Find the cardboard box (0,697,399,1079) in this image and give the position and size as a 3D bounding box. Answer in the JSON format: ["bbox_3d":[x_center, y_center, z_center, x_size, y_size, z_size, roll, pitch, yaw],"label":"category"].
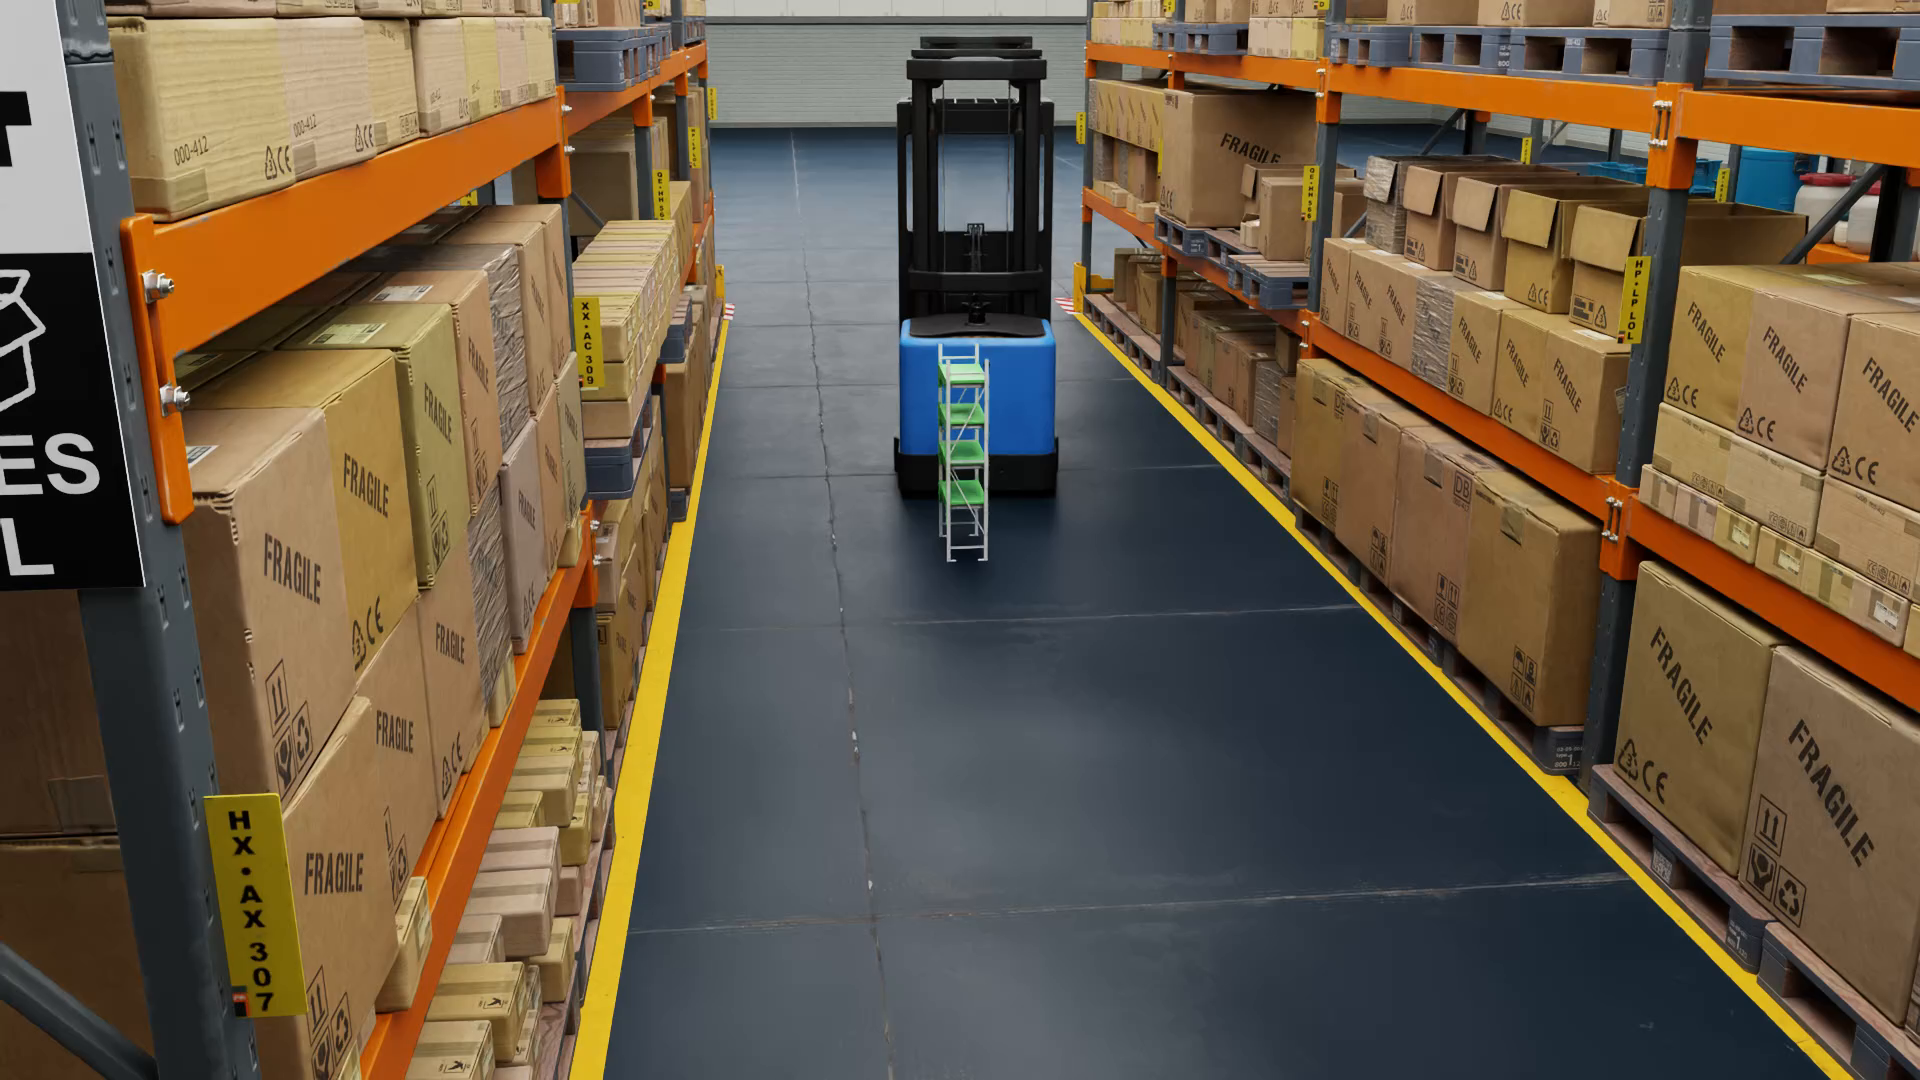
[{"bbox_3d":[-1.238,0.581,2.654,0.500,0.500,0.500,-1,17,-3],"label":"cardboard box"}]

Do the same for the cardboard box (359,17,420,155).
[{"bbox_3d":[-1.375,-0.898,3.272,0.500,0.250,0.500,-2,18,-7],"label":"cardboard box"}]

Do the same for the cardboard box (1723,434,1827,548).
[{"bbox_3d":[2.899,-0.176,5.482,0.500,0.250,0.500,-2,18,-6],"label":"cardboard box"}]

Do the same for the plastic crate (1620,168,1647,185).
[{"bbox_3d":[7.164,-3.725,17.284,0.499,0.251,0.408,-2,18,-6],"label":"plastic crate"}]

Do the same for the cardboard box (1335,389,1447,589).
[{"bbox_3d":[2.787,-0.308,8.996,1.225,0.875,0.875,-2,18,-5],"label":"cardboard box"}]

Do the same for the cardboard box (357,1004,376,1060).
[{"bbox_3d":[-1.241,0.852,2.875,0.380,0.149,0.250,-1,17,-4],"label":"cardboard box"}]

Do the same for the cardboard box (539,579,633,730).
[{"bbox_3d":[-1.692,0.485,7.095,0.500,0.500,0.500,-1,17,-3],"label":"cardboard box"}]

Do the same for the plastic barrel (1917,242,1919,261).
[{"bbox_3d":[7.217,-2.225,12.070,0.421,0.512,0.421,0,17,0],"label":"plastic barrel"}]

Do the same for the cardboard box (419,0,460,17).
[{"bbox_3d":[-1.402,-1.281,3.657,0.500,0.250,0.500,-2,18,-8],"label":"cardboard box"}]

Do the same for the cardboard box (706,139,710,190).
[{"bbox_3d":[-3.033,-3.816,17.074,0.875,0.550,0.550,-2,18,-6],"label":"cardboard box"}]

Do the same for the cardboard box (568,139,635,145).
[{"bbox_3d":[-2.382,-2.280,10.594,0.700,0.500,0.500,-2,18,-6],"label":"cardboard box"}]

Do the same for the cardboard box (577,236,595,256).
[{"bbox_3d":[-2.069,-1.660,10.290,0.500,0.500,0.500,-2,17,-5],"label":"cardboard box"}]

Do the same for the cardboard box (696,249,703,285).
[{"bbox_3d":[-2.699,-2.038,14.507,0.875,0.875,0.875,-2,17,-5],"label":"cardboard box"}]

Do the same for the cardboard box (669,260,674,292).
[{"bbox_3d":[-1.729,-1.402,8.856,0.380,0.149,0.250,-1,17,-4],"label":"cardboard box"}]

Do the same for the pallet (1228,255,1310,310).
[{"bbox_3d":[2.473,-1.711,10.939,1.213,0.211,1.003,-2,18,-6],"label":"pallet"}]

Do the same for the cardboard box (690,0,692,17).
[{"bbox_3d":[-2.457,-4.492,14.020,0.380,0.149,0.250,-2,18,-6],"label":"cardboard box"}]

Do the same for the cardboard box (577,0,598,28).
[{"bbox_3d":[-1.908,-2.424,7.008,0.797,0.503,0.637,-2,18,-6],"label":"cardboard box"}]

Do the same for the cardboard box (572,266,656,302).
[{"bbox_3d":[-1.597,-1.160,7.588,0.380,0.149,0.250,-1,17,-4],"label":"cardboard box"}]

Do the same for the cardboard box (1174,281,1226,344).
[{"bbox_3d":[2.172,-2.084,15.278,0.500,0.500,0.500,4,18,12],"label":"cardboard box"}]

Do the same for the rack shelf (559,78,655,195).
[{"bbox_3d":[-2.085,-1.962,7.613,1.077,0.370,4.000,-2,18,-6],"label":"rack shelf"}]

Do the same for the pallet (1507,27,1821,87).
[{"bbox_3d":[2.921,-2.013,6.893,0.805,0.209,1.217,-2,18,-8],"label":"pallet"}]

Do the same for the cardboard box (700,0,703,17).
[{"bbox_3d":[-2.668,-5.098,15.950,0.380,0.149,0.250,-2,18,-5],"label":"cardboard box"}]

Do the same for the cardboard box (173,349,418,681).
[{"bbox_3d":[-1.307,-0.046,2.981,0.500,0.500,0.500,-1,17,-4],"label":"cardboard box"}]

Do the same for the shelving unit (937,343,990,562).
[{"bbox_3d":[0.017,-0.523,9.840,0.258,1.200,0.503,-2,18,-6],"label":"shelving unit"}]

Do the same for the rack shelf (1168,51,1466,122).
[{"bbox_3d":[2.446,-3.277,11.801,1.077,0.370,4.000,-2,18,-6],"label":"rack shelf"}]

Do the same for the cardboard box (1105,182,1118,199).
[{"bbox_3d":[1.683,-3.541,16.867,0.380,0.149,0.250,-2,18,-6],"label":"cardboard box"}]

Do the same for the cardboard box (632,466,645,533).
[{"bbox_3d":[-1.798,-0.183,7.972,0.500,0.250,0.500,-1,17,-4],"label":"cardboard box"}]

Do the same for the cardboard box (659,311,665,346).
[{"bbox_3d":[-1.656,-1.036,8.186,0.380,0.149,0.250,-1,17,-4],"label":"cardboard box"}]

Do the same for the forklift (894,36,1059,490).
[{"bbox_3d":[0.104,-2.112,12.010,1.130,2.935,3.031,0,17,0],"label":"forklift"}]

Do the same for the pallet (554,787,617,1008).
[{"bbox_3d":[-1.775,1.251,5.840,1.003,0.211,1.213,-2,18,-6],"label":"pallet"}]

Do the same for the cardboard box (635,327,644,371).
[{"bbox_3d":[-1.518,-0.787,6.896,0.380,0.149,0.250,-1,17,-4],"label":"cardboard box"}]

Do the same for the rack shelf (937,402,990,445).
[{"bbox_3d":[0.017,-0.691,9.788,0.258,0.148,0.480,-2,18,-6],"label":"rack shelf"}]

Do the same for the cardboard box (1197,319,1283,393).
[{"bbox_3d":[2.312,-1.476,13.310,0.700,0.500,0.500,-2,18,-6],"label":"cardboard box"}]

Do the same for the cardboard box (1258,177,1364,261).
[{"bbox_3d":[2.400,-2.164,11.195,0.700,0.500,0.500,1,17,3],"label":"cardboard box"}]

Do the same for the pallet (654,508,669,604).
[{"bbox_3d":[-2.213,0.093,9.528,1.003,0.211,1.213,-2,18,-6],"label":"pallet"}]

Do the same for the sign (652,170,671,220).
[{"bbox_3d":[-1.753,-2.004,9.753,0.100,0.325,0.005,-2,18,-6],"label":"sign"}]

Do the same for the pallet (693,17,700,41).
[{"bbox_3d":[-2.901,-4.658,15.145,1.003,0.211,1.213,-2,18,-6],"label":"pallet"}]

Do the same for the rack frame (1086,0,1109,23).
[{"bbox_3d":[1.827,-6.839,16.938,1.000,3.000,0.127,-2,18,-6],"label":"rack frame"}]

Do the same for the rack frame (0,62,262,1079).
[{"bbox_3d":[-1.467,0.913,2.260,1.000,3.000,0.127,-2,18,-6],"label":"rack frame"}]

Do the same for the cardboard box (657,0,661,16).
[{"bbox_3d":[-2.252,-3.632,11.010,0.500,0.311,0.500,-2,18,-7],"label":"cardboard box"}]

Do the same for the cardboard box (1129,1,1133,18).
[{"bbox_3d":[1.798,-4.976,15.596,0.380,0.149,0.250,-2,18,-6],"label":"cardboard box"}]

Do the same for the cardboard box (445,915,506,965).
[{"bbox_3d":[-1.459,1.159,4.542,0.380,0.149,0.250,-2,18,-6],"label":"cardboard box"}]

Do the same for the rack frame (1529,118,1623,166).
[{"bbox_3d":[6.754,-4.130,18.324,1.000,3.000,0.127,-2,18,-6],"label":"rack frame"}]

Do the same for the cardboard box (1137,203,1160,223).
[{"bbox_3d":[1.806,-2.942,14.961,0.380,0.149,0.250,-2,18,-6],"label":"cardboard box"}]

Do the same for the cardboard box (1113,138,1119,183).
[{"bbox_3d":[2.027,-3.856,16.790,0.875,0.500,0.500,-2,18,-6],"label":"cardboard box"}]

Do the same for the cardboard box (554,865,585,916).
[{"bbox_3d":[-1.465,1.144,5.583,0.380,0.149,0.250,-2,18,-7],"label":"cardboard box"}]

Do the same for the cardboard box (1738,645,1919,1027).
[{"bbox_3d":[3.146,0.879,5.216,0.875,0.875,0.875,-2,18,-6],"label":"cardboard box"}]

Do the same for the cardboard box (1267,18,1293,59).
[{"bbox_3d":[2.295,-3.234,10.714,0.500,0.250,0.500,-2,18,-6],"label":"cardboard box"}]

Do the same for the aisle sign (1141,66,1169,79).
[{"bbox_3d":[2.119,-5.245,17.535,0.394,0.787,0.004,-2,18,-6],"label":"aisle sign"}]

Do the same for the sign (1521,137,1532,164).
[{"bbox_3d":[6.206,-4.246,18.232,0.100,0.325,0.005,-2,18,-6],"label":"sign"}]

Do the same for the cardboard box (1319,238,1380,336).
[{"bbox_3d":[2.432,-1.488,9.741,0.500,0.500,0.500,-1,17,-4],"label":"cardboard box"}]

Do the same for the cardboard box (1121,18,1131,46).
[{"bbox_3d":[1.785,-4.729,15.474,0.500,0.250,0.500,-1,17,-4],"label":"cardboard box"}]

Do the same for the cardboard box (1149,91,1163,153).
[{"bbox_3d":[1.920,-3.577,14.231,0.500,0.500,0.500,-2,18,-6],"label":"cardboard box"}]

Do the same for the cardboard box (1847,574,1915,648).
[{"bbox_3d":[2.899,0.203,4.943,0.380,0.149,0.250,-2,17,-5],"label":"cardboard box"}]
